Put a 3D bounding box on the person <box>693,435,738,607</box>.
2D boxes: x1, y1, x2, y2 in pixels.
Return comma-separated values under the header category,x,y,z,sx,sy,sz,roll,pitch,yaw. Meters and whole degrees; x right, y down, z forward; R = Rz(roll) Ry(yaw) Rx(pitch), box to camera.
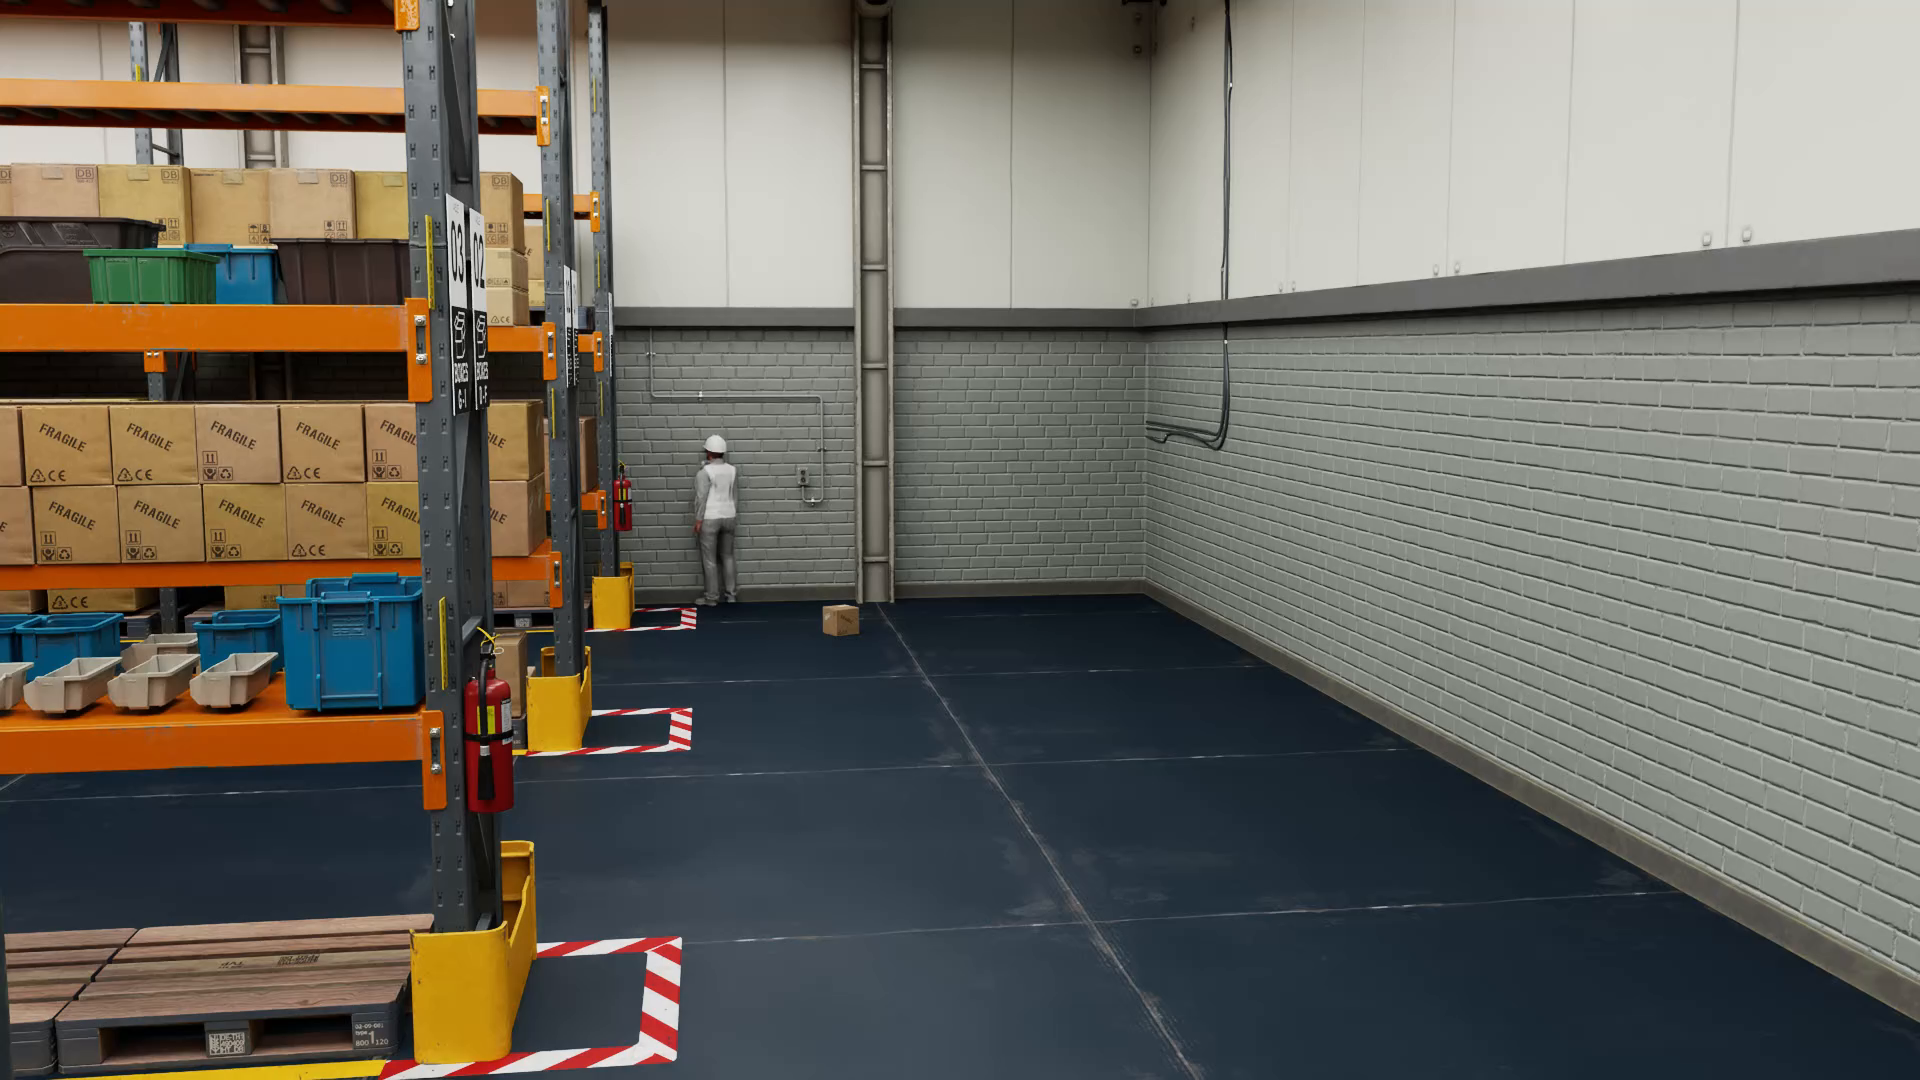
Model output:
category,x,y,z,sx,sy,sz,roll,pitch,yaw
person,-2.563,-0.202,17.387,0.358,1.784,0.529,6,9,44
